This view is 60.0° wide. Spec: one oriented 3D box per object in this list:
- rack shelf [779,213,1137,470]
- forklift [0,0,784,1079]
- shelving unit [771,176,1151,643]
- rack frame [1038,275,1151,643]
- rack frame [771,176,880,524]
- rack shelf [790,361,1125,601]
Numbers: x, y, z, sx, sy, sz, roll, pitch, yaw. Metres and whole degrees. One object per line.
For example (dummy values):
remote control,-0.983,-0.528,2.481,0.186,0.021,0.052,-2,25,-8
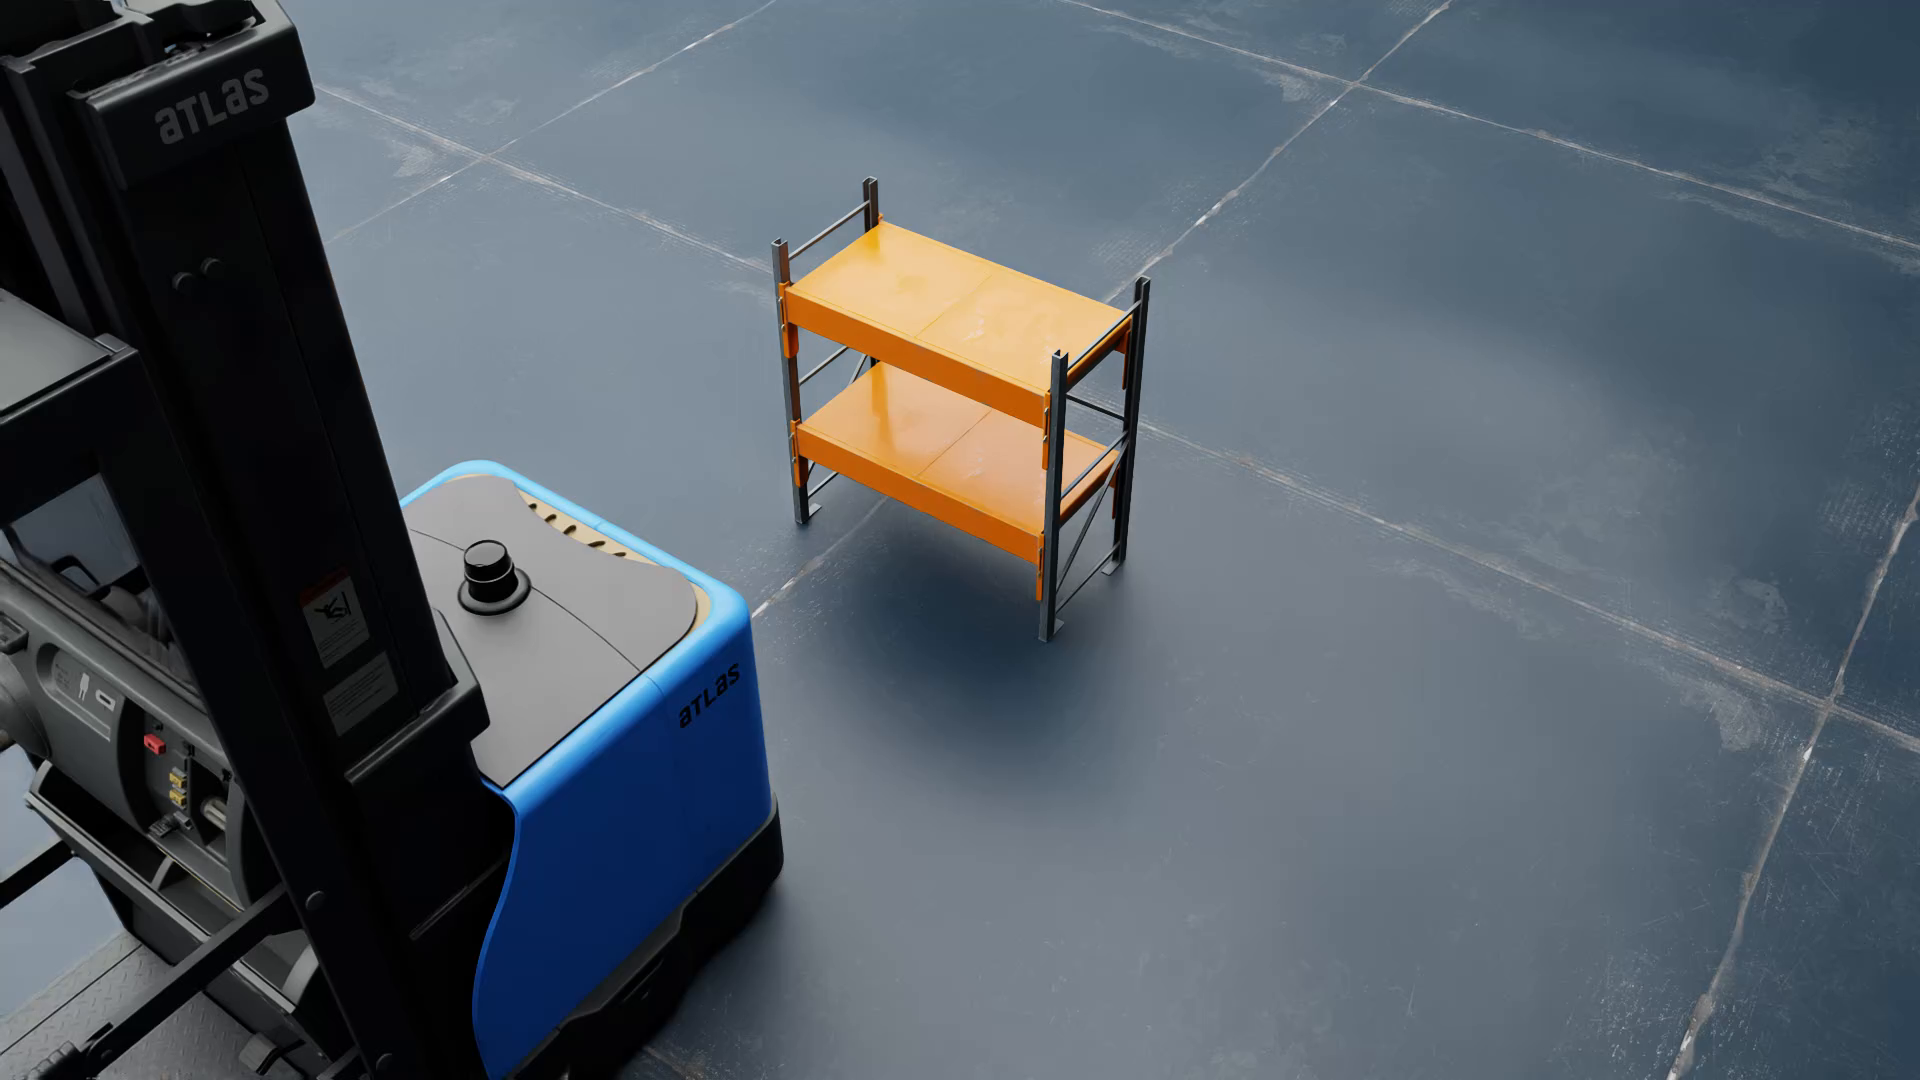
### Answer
rack shelf,-0.006,-0.640,5.183,1.000,0.278,0.538,25,48,25
forklift,-1.761,0.456,3.043,1.130,2.935,3.031,26,48,26
shelving unit,-0.006,-0.422,5.378,1.048,1.125,0.538,25,48,25
rack frame,0.411,-0.227,5.160,0.032,1.125,0.500,25,48,25
rack frame,-0.422,-0.616,5.595,0.032,1.125,0.500,25,48,25
rack shelf,-0.006,-0.240,5.541,1.000,0.278,0.538,25,48,25
